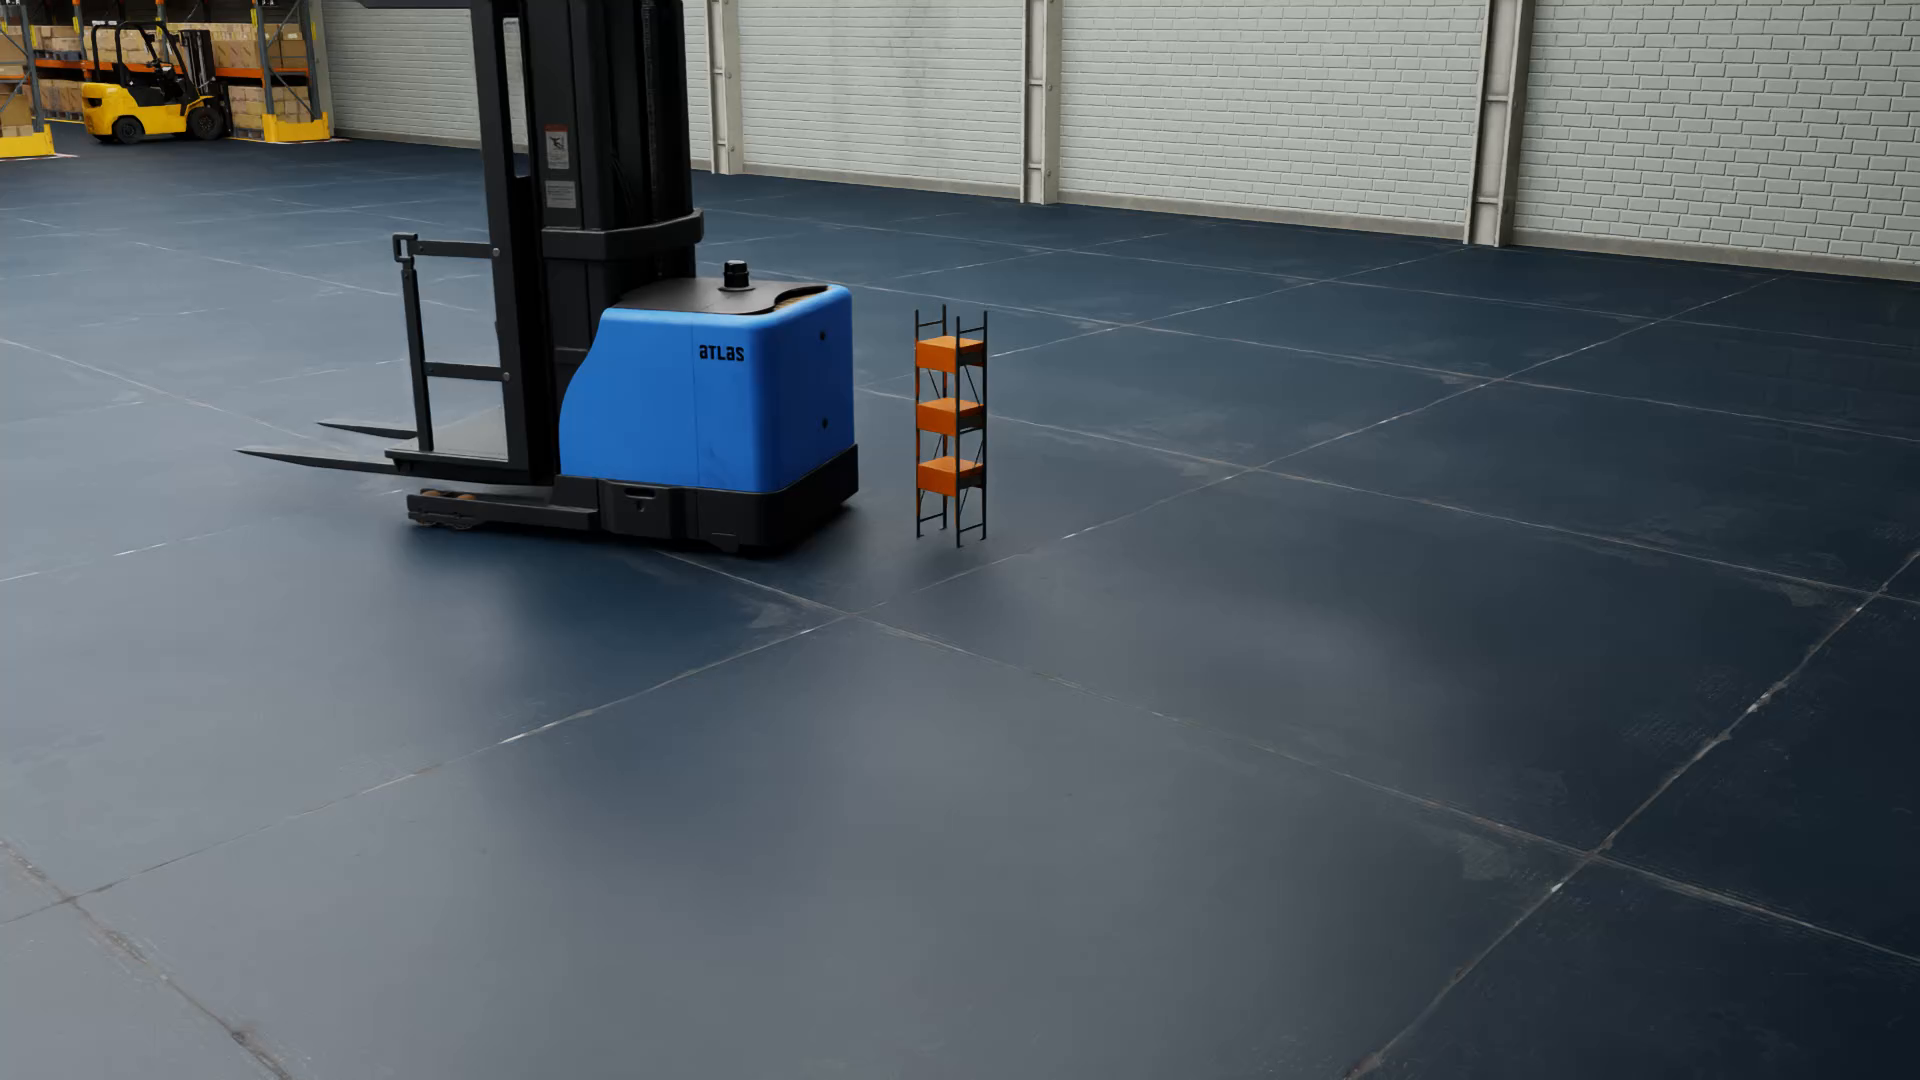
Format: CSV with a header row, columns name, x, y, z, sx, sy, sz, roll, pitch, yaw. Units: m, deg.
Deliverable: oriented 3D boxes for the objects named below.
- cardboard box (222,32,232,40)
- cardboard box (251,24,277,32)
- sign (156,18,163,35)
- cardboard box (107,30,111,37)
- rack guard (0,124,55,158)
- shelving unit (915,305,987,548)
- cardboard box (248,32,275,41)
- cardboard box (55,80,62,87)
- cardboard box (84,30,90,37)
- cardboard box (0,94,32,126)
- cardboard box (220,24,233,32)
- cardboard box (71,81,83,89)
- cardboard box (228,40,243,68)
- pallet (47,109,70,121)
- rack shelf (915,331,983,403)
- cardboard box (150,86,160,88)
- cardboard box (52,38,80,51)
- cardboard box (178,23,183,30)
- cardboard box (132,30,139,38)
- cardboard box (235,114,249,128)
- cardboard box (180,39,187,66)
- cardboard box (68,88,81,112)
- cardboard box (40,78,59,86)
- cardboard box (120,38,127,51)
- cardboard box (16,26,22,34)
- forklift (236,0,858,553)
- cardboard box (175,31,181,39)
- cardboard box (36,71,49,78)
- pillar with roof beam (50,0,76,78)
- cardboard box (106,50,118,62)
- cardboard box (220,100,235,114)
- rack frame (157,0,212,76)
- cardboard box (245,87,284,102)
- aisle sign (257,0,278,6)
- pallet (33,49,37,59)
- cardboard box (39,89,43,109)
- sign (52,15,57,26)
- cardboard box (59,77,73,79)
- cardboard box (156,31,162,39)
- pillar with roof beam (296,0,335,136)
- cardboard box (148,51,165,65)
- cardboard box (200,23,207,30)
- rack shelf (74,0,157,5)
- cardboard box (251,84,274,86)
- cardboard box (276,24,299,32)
name,x,y,z,sx,sy,sz,roll,pitch,yaw
cardboard box,-13.749,-9.563,31.547,0.250,0.149,0.380,14,22,38
cardboard box,-12.938,-9.516,30.910,0.250,0.149,0.380,15,23,39
sign,-15.875,-10.186,32.966,0.005,0.325,0.100,15,23,39
cardboard box,-17.650,-10.634,34.922,0.250,0.149,0.380,15,23,40
rack guard,-15.879,-6.694,27.877,0.348,0.500,1.175,15,23,39
shelving unit,-0.040,-0.511,7.487,0.252,1.050,0.215,15,23,39
cardboard box,-12.976,-9.357,30.898,0.250,0.149,0.380,15,23,40
cardboard box,-20.024,-10.232,37.260,0.250,0.149,0.380,14,22,37
cardboard box,-18.471,-10.826,35.528,0.250,0.149,0.380,16,24,41
cardboard box,-16.260,-7.346,28.412,0.500,0.500,0.500,14,22,37
cardboard box,-13.762,-9.699,31.486,0.250,0.149,0.380,16,23,41
cardboard box,-19.276,-10.007,36.552,0.250,0.149,0.380,14,22,36
cardboard box,-13.455,-9.187,31.436,0.500,0.500,0.500,16,24,41
pallet,-19.955,-9.674,37.746,1.213,0.211,1.003,15,23,39
rack shelf,-0.040,-0.772,7.404,0.240,0.259,0.215,15,23,39
cardboard box,-16.495,-9.125,34.637,0.625,0.625,0.875,15,23,39
cardboard box,-19.518,-10.867,36.449,0.500,0.250,0.500,14,22,37
cardboard box,-15.213,-10.136,32.862,0.250,0.149,0.380,15,23,40
cardboard box,-16.717,-10.370,34.092,0.250,0.149,0.380,14,23,38
cardboard box,-13.457,-8.008,31.737,0.500,0.250,0.500,15,23,39
cardboard box,-14.963,-9.595,32.723,0.500,0.500,0.500,16,23,40
cardboard box,-19.340,-9.748,36.806,0.500,0.500,0.500,15,23,38
cardboard box,-20.742,-10.450,37.945,0.250,0.149,0.380,15,23,38
cardboard box,-17.192,-10.316,34.578,0.500,0.250,0.500,15,23,40
cardboard box,-20.905,-11.399,37.712,0.500,0.500,0.700,15,23,40
forklift,-2.072,-1.586,7.764,3.031,2.935,1.130,6,18,17
cardboard box,-15.264,-9.978,32.857,0.250,0.149,0.380,16,23,41
cardboard box,-21.188,-10.689,38.208,0.250,0.149,0.380,14,22,37
pillar with roof beam,-24.286,-13.632,35.690,0.400,9.000,9.100,15,23,39
cardboard box,-17.581,-10.180,34.978,0.500,0.250,0.500,14,22,38
cardboard box,-13.870,-8.351,31.990,0.500,0.250,0.500,14,23,38
rack frame,-15.522,-9.797,33.522,0.127,3.000,1.000,15,23,39
cardboard box,-13.082,-8.382,31.262,0.500,0.250,0.500,16,24,41
aisle sign,-12.676,-10.153,30.347,0.004,0.787,0.394,15,23,39
pallet,-20.980,-11.126,38.029,1.213,0.211,1.003,15,23,39
cardboard box,-20.888,-10.159,38.102,0.500,0.500,0.500,15,23,39
sign,-21.140,-12.081,38.806,0.005,0.325,0.100,15,23,39
cardboard box,-20.651,-10.614,38.462,0.250,0.149,0.380,15,23,40
cardboard box,-15.925,-10.172,33.467,0.250,0.149,0.380,16,24,41
pillar with roof beam,-15.310,-11.223,28.098,0.400,9.000,9.100,15,23,39
cardboard box,-16.073,-9.767,33.677,0.500,0.250,0.500,16,23,40
cardboard box,-14.464,-9.924,32.192,0.250,0.149,0.380,15,23,39
rack shelf,-17.018,-11.285,34.443,4.000,0.370,1.077,15,23,39
cardboard box,-13.507,-8.701,32.269,0.500,0.250,0.500,15,23,39
cardboard box,-12.640,-9.608,31.198,0.250,0.149,0.380,14,23,38
